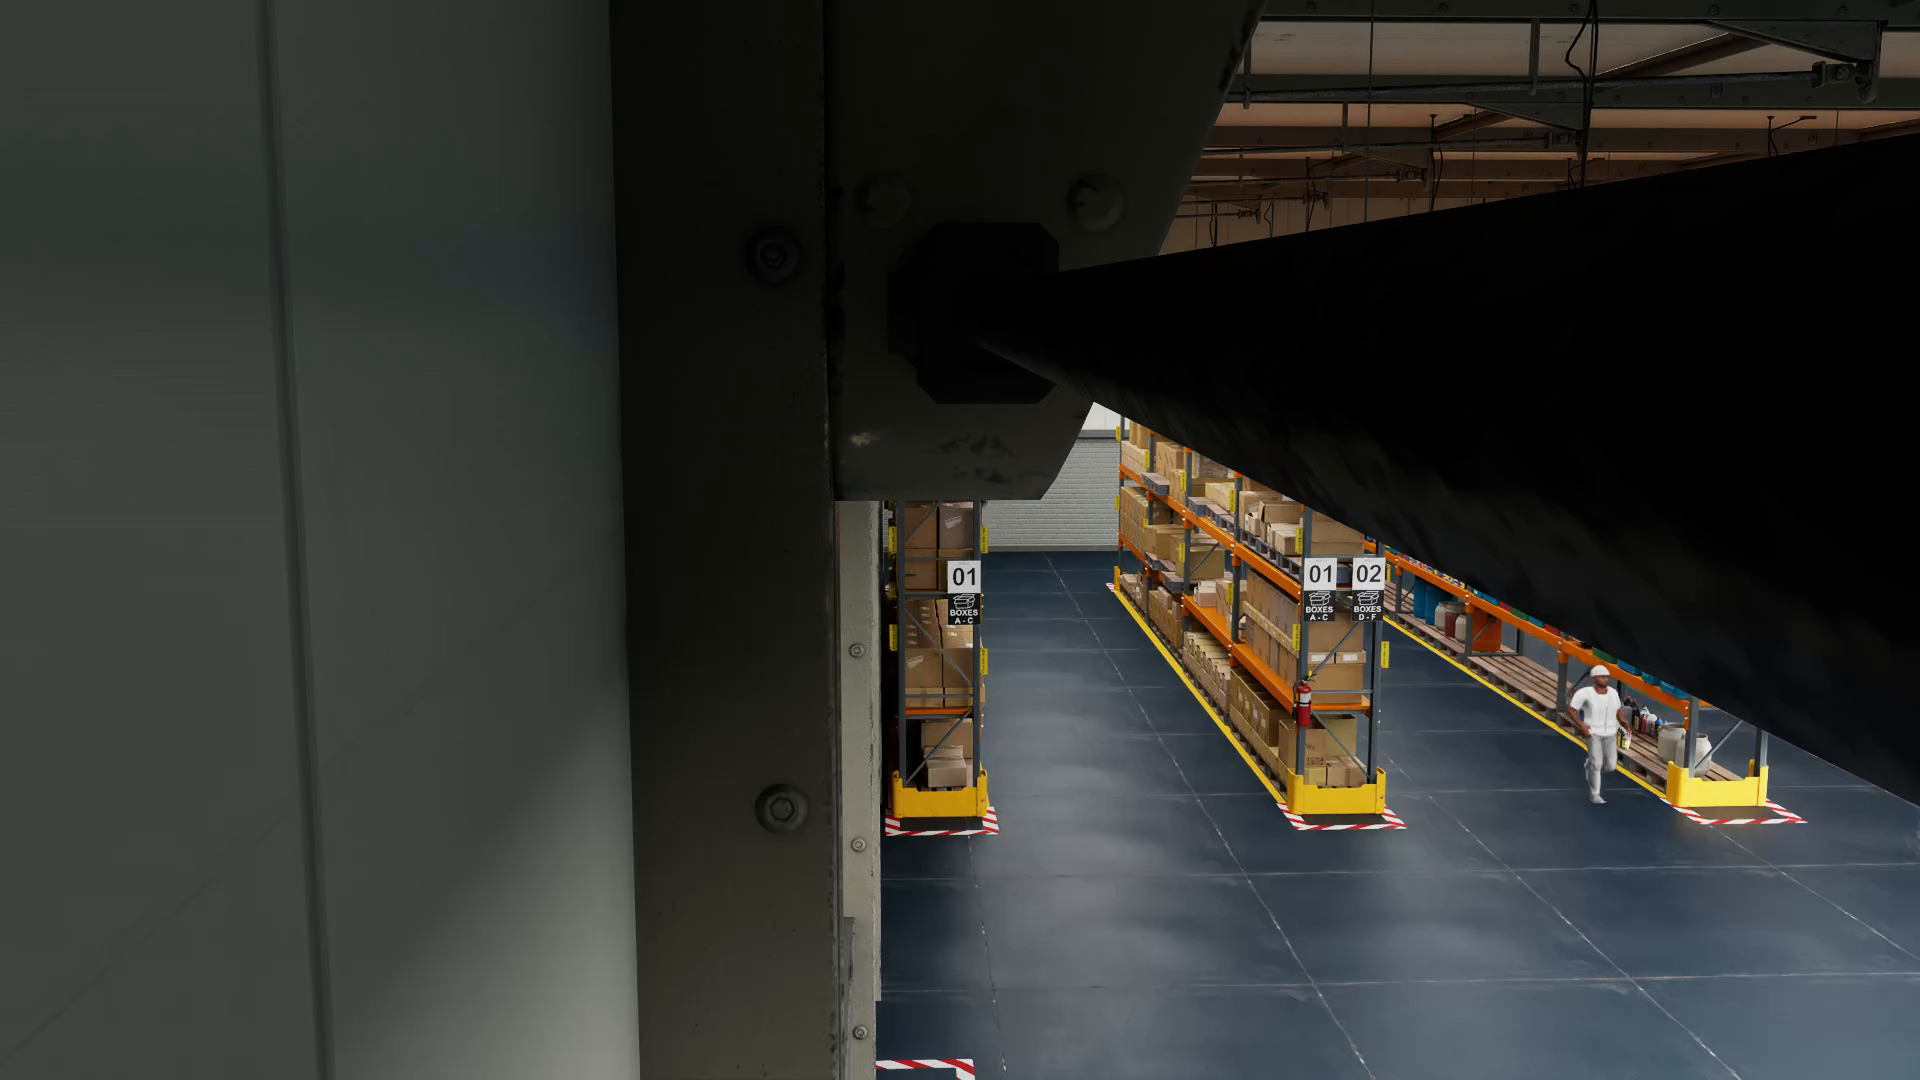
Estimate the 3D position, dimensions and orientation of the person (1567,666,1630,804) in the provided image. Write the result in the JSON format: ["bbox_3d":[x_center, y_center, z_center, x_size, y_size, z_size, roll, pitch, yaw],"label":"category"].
[{"bbox_3d":[8.112,2.456,21.152,0.721,1.735,0.715,-1,8,-8],"label":"person"}]
